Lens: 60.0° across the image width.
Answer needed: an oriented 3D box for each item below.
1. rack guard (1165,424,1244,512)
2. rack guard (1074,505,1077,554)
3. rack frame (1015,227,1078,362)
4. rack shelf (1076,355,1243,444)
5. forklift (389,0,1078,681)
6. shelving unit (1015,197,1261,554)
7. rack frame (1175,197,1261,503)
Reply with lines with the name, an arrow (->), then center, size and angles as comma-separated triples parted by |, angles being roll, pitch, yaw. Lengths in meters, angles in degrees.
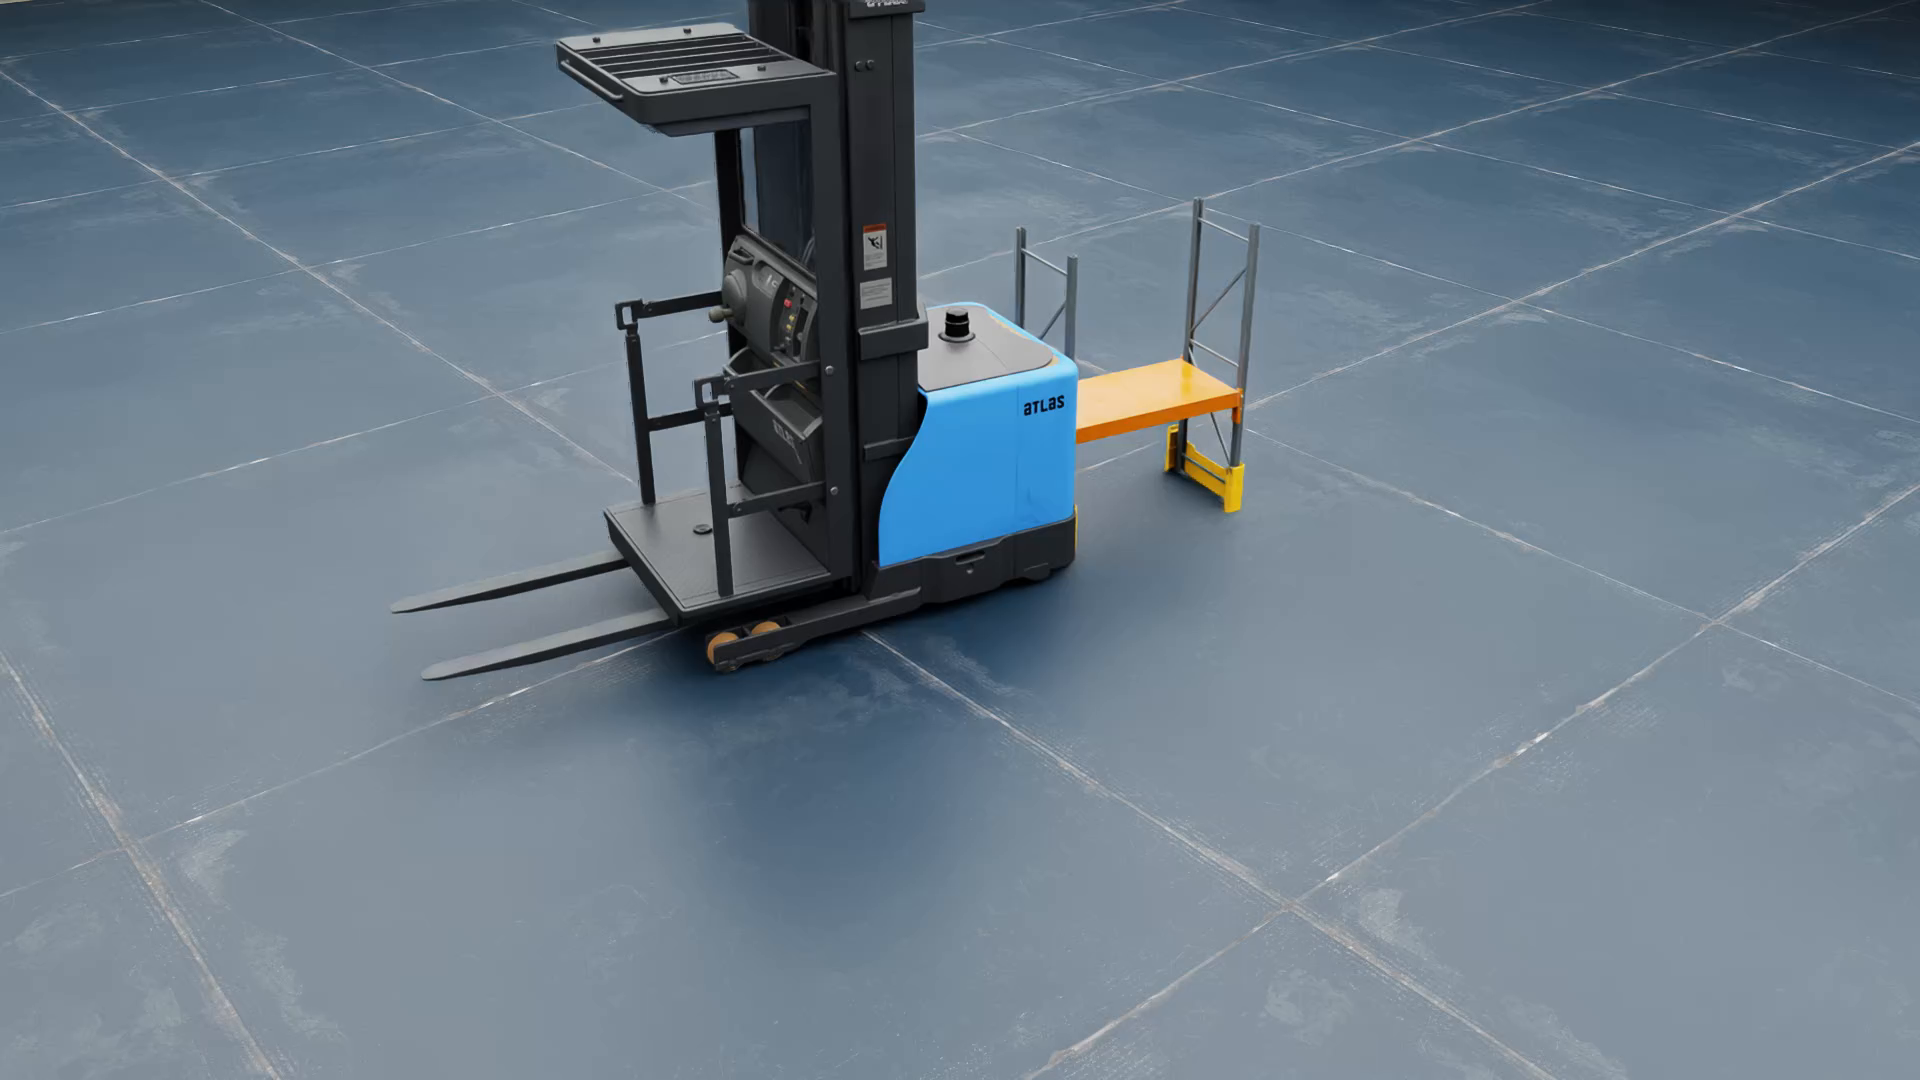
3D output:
rack guard -> 1.274, -0.379, 8.695 | 0.087, 0.250, 0.587 | -14, 31, -25
rack guard -> 0.398, -0.156, 8.277 | 0.087, 0.250, 0.587 | -14, 31, -25
rack frame -> 0.397, -0.707, 7.981 | 0.032, 1.500, 0.500 | -14, 31, -25
rack shelf -> 0.844, -0.662, 8.280 | 1.000, 0.185, 0.538 | -14, 31, -25
forklift -> -0.996, -1.008, 7.026 | 3.031, 2.935, 1.130 | -14, 31, -25
shelving unit -> 0.836, -0.819, 8.191 | 1.083, 1.500, 0.587 | -14, 31, -25
rack frame -> 1.291, -0.935, 8.408 | 0.032, 1.500, 0.500 | -14, 31, -25
